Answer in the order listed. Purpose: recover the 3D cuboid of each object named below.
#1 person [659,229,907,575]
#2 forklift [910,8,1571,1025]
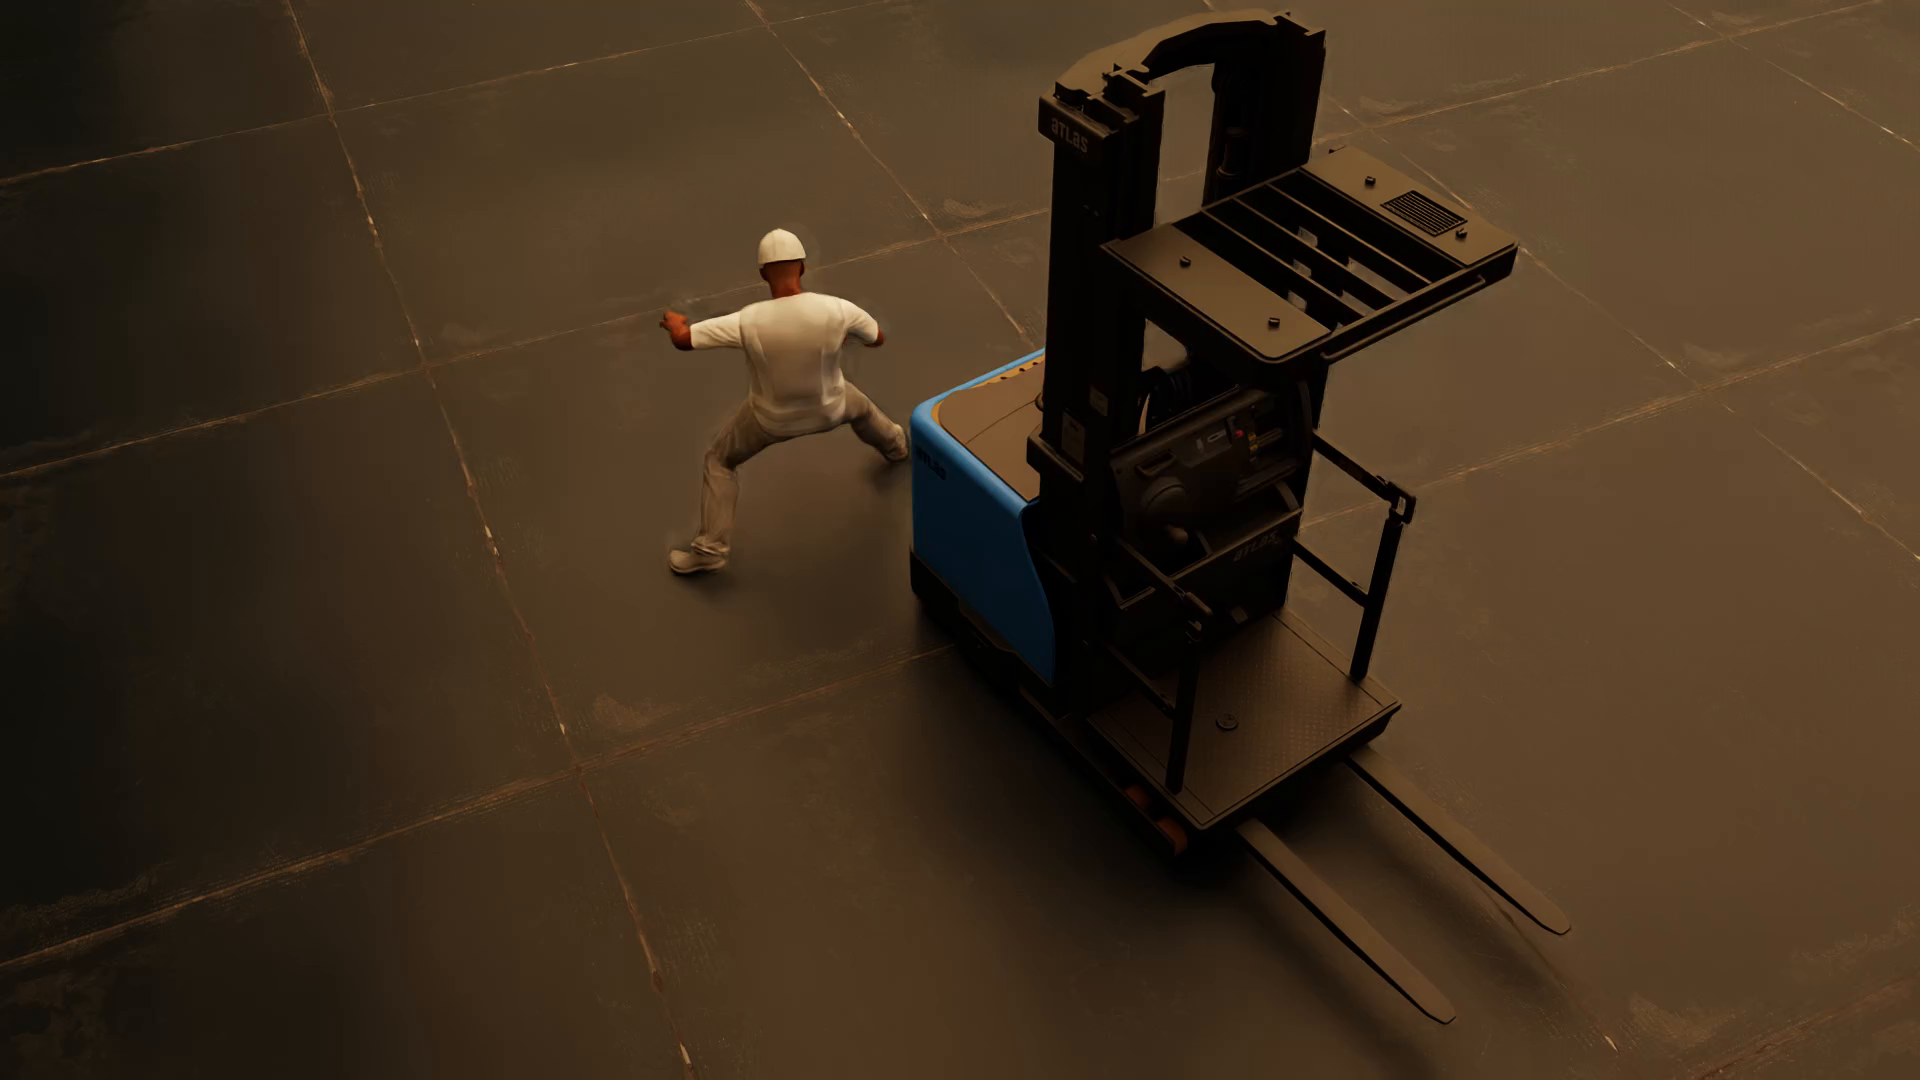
[{"bbox_3d":[-0.814,-0.746,7.487,1.236,1.558,0.956,-9,44,-9],"label":"person"},{"bbox_3d":[1.050,-0.211,5.907,1.130,2.935,3.031,-26,49,-25],"label":"forklift"}]
